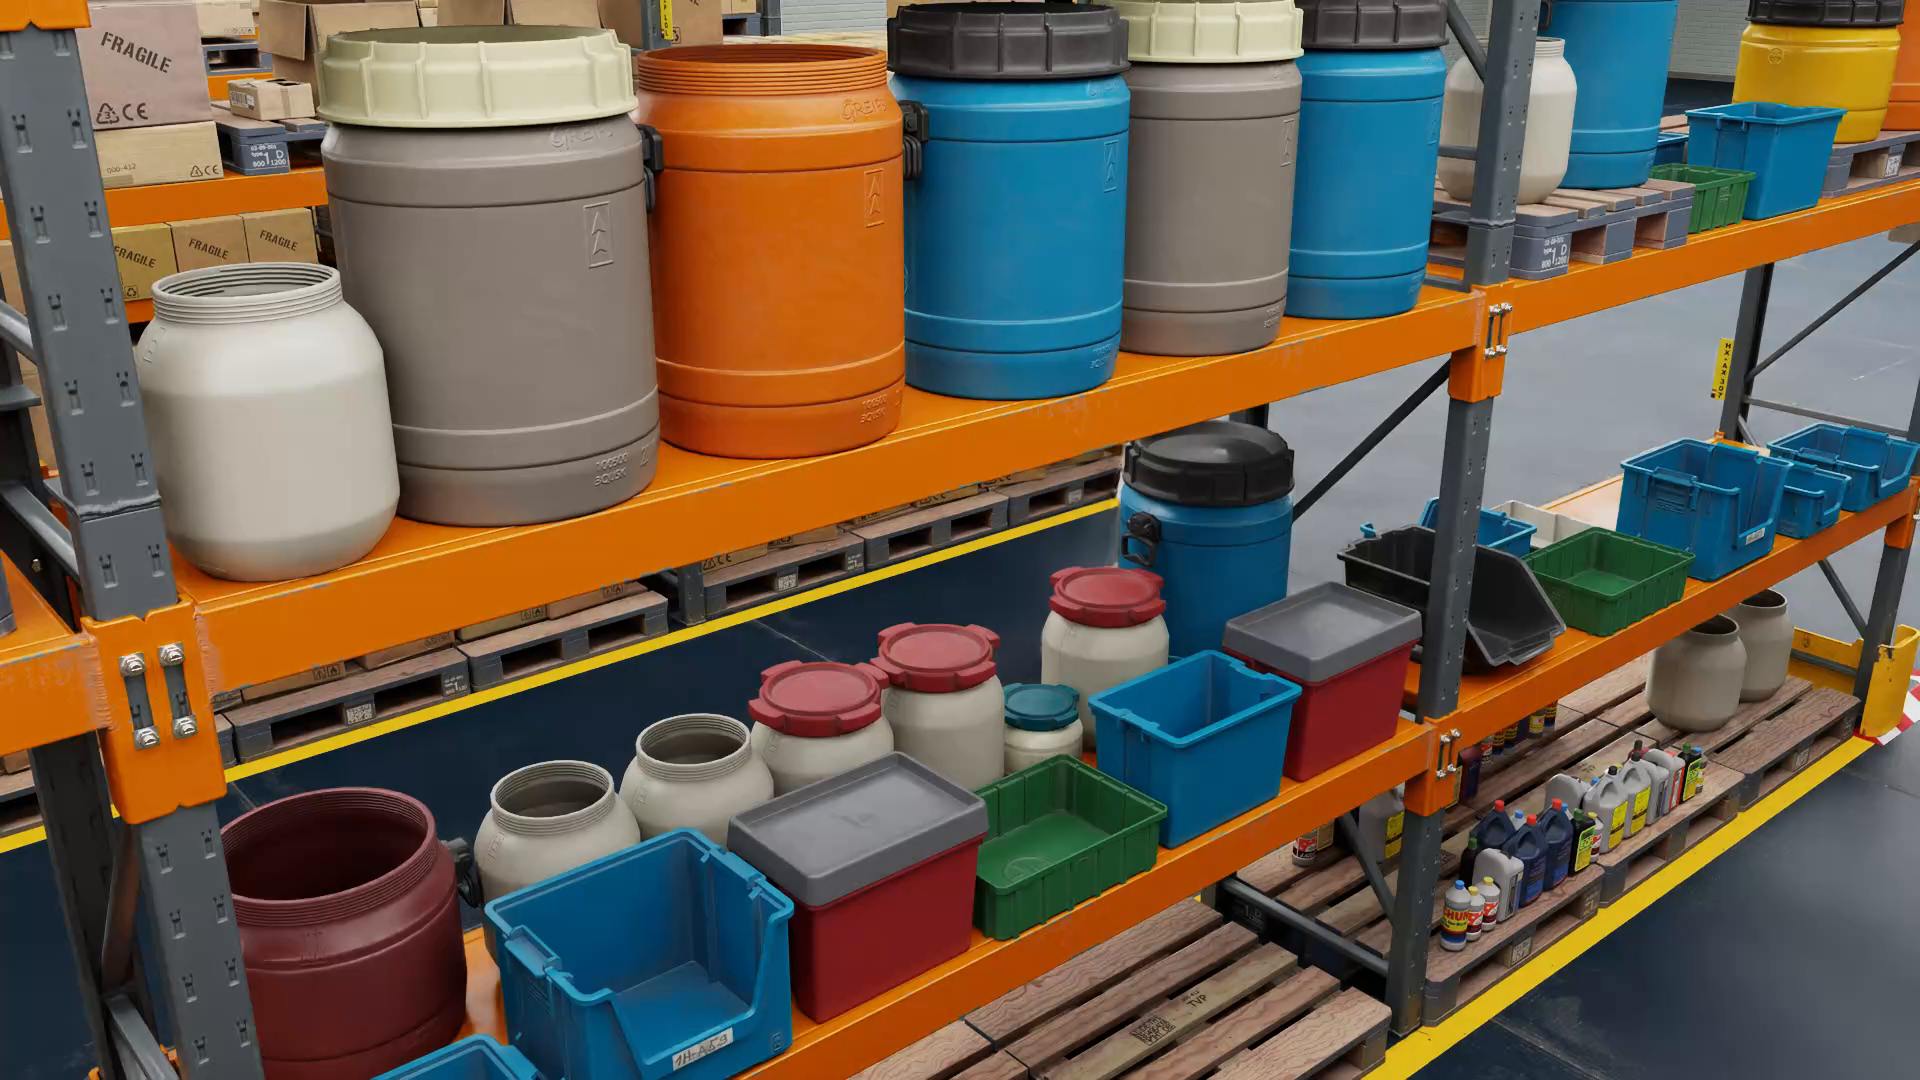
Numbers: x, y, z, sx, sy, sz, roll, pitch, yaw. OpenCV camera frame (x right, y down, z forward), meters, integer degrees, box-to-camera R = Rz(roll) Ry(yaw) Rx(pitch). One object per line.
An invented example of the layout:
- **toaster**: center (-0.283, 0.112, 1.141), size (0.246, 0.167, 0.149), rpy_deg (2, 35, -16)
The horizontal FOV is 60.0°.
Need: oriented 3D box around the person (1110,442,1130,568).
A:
- **person**: center (1.001, -0.205, 9.083), size (0.856, 1.741, 0.543), rpy_deg (-9, 23, -23)
